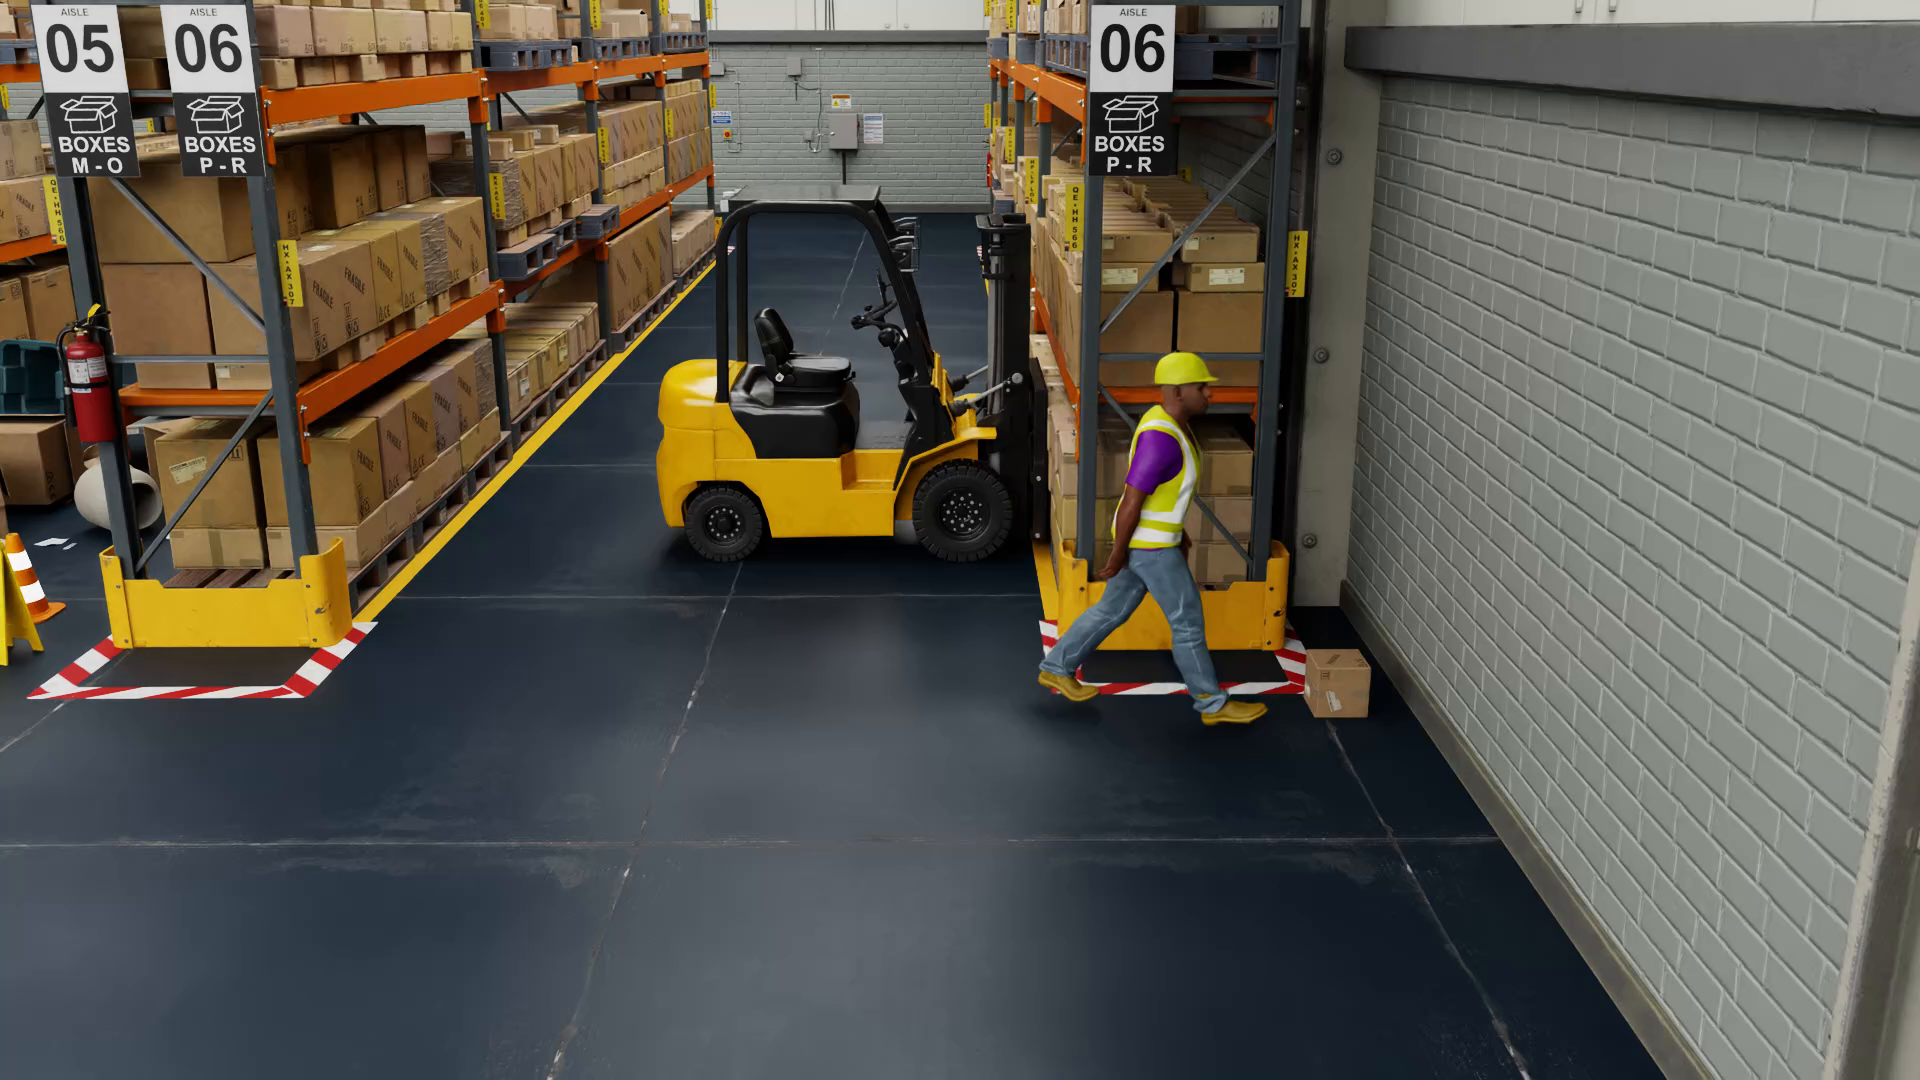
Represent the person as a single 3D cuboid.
[{"bbox_3d":[0.891,-0.010,7.555,1.057,1.708,0.569,1,17,3],"label":"person"}]
